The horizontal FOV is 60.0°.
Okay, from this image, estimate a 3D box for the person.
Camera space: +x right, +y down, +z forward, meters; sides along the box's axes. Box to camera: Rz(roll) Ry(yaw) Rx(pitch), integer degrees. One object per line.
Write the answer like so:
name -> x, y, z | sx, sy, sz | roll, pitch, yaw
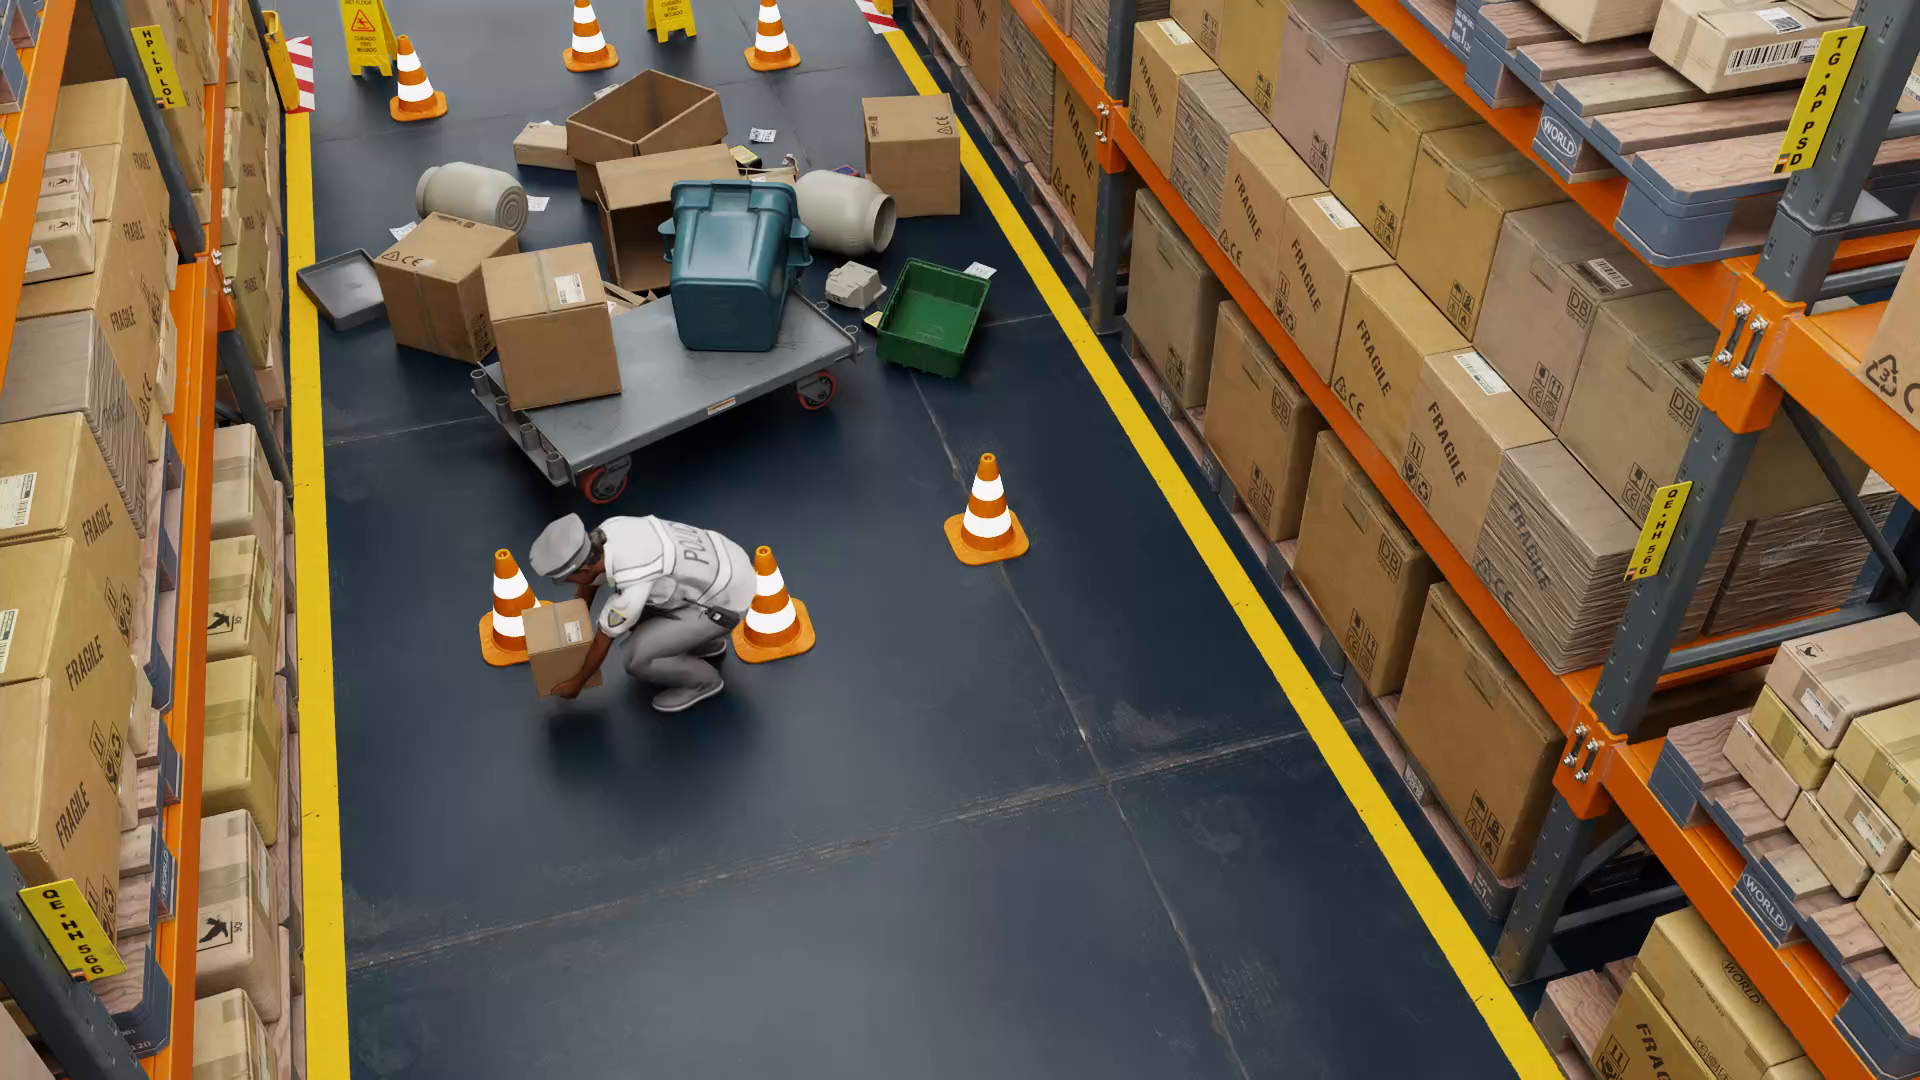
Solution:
person -> -1.214, 0.236, 6.423 | 0.867, 0.976, 0.460 | -13, 44, -14
